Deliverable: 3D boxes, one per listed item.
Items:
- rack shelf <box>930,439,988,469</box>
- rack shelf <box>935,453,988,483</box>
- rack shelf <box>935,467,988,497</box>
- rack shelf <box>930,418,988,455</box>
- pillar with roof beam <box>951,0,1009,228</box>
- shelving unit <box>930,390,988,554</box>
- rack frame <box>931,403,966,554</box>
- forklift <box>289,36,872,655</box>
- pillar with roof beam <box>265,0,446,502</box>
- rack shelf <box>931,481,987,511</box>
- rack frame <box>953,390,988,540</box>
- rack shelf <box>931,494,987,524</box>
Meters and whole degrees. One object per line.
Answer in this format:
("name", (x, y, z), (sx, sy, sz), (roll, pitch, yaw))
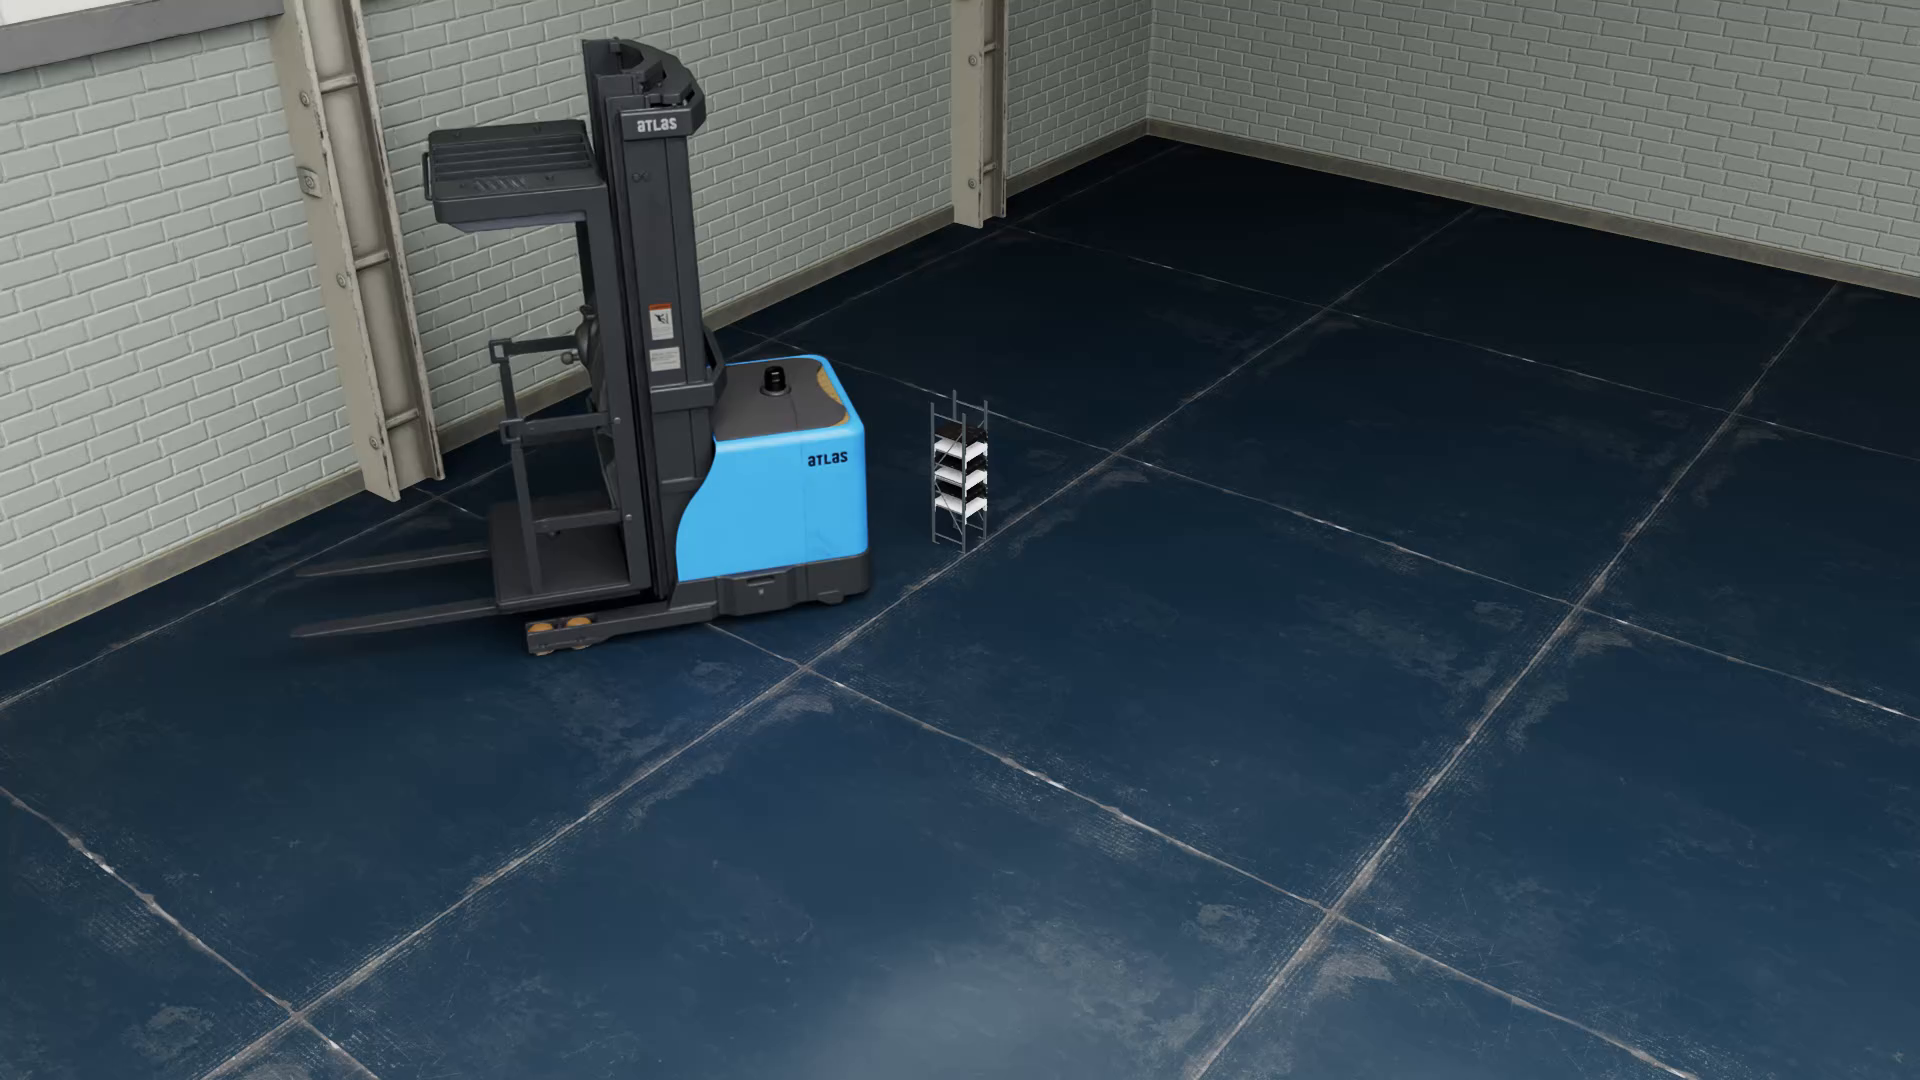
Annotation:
("rack shelf", (-0.005, -0.510, 9.440), (0.258, 0.077, 0.200), (21, 37, 31))
("rack shelf", (-0.005, -0.433, 9.486), (0.258, 0.077, 0.200), (21, 37, 31))
("rack shelf", (-0.005, -0.355, 9.532), (0.258, 0.077, 0.200), (21, 37, 31))
("rack shelf", (-0.005, -0.587, 9.394), (0.258, 0.077, 0.200), (21, 37, 31))
("pillar with roof beam", (3.596, -5.344, 9.940), (9.100, 9.000, 0.400), (21, 37, 31))
("shelving unit", (-0.005, -0.384, 9.515), (0.258, 0.900, 0.210), (21, 37, 31))
("rack frame", (-0.066, -0.342, 9.445), (0.240, 0.900, 0.006), (21, 37, 31))
("forklift", (-2.063, -0.958, 8.491), (3.031, 2.935, 1.130), (-9, 32, -14))
("pillar with roof beam", (-0.026, -2.905, 5.825), (9.100, 9.000, 0.400), (21, 37, 31))
("rack shelf", (-0.005, -0.278, 9.578), (0.258, 0.077, 0.200), (21, 37, 31))
("rack frame", (0.056, -0.425, 9.585), (0.240, 0.900, 0.006), (21, 37, 31))
("rack shelf", (-0.005, -0.200, 9.624), (0.258, 0.077, 0.200), (21, 37, 31))
